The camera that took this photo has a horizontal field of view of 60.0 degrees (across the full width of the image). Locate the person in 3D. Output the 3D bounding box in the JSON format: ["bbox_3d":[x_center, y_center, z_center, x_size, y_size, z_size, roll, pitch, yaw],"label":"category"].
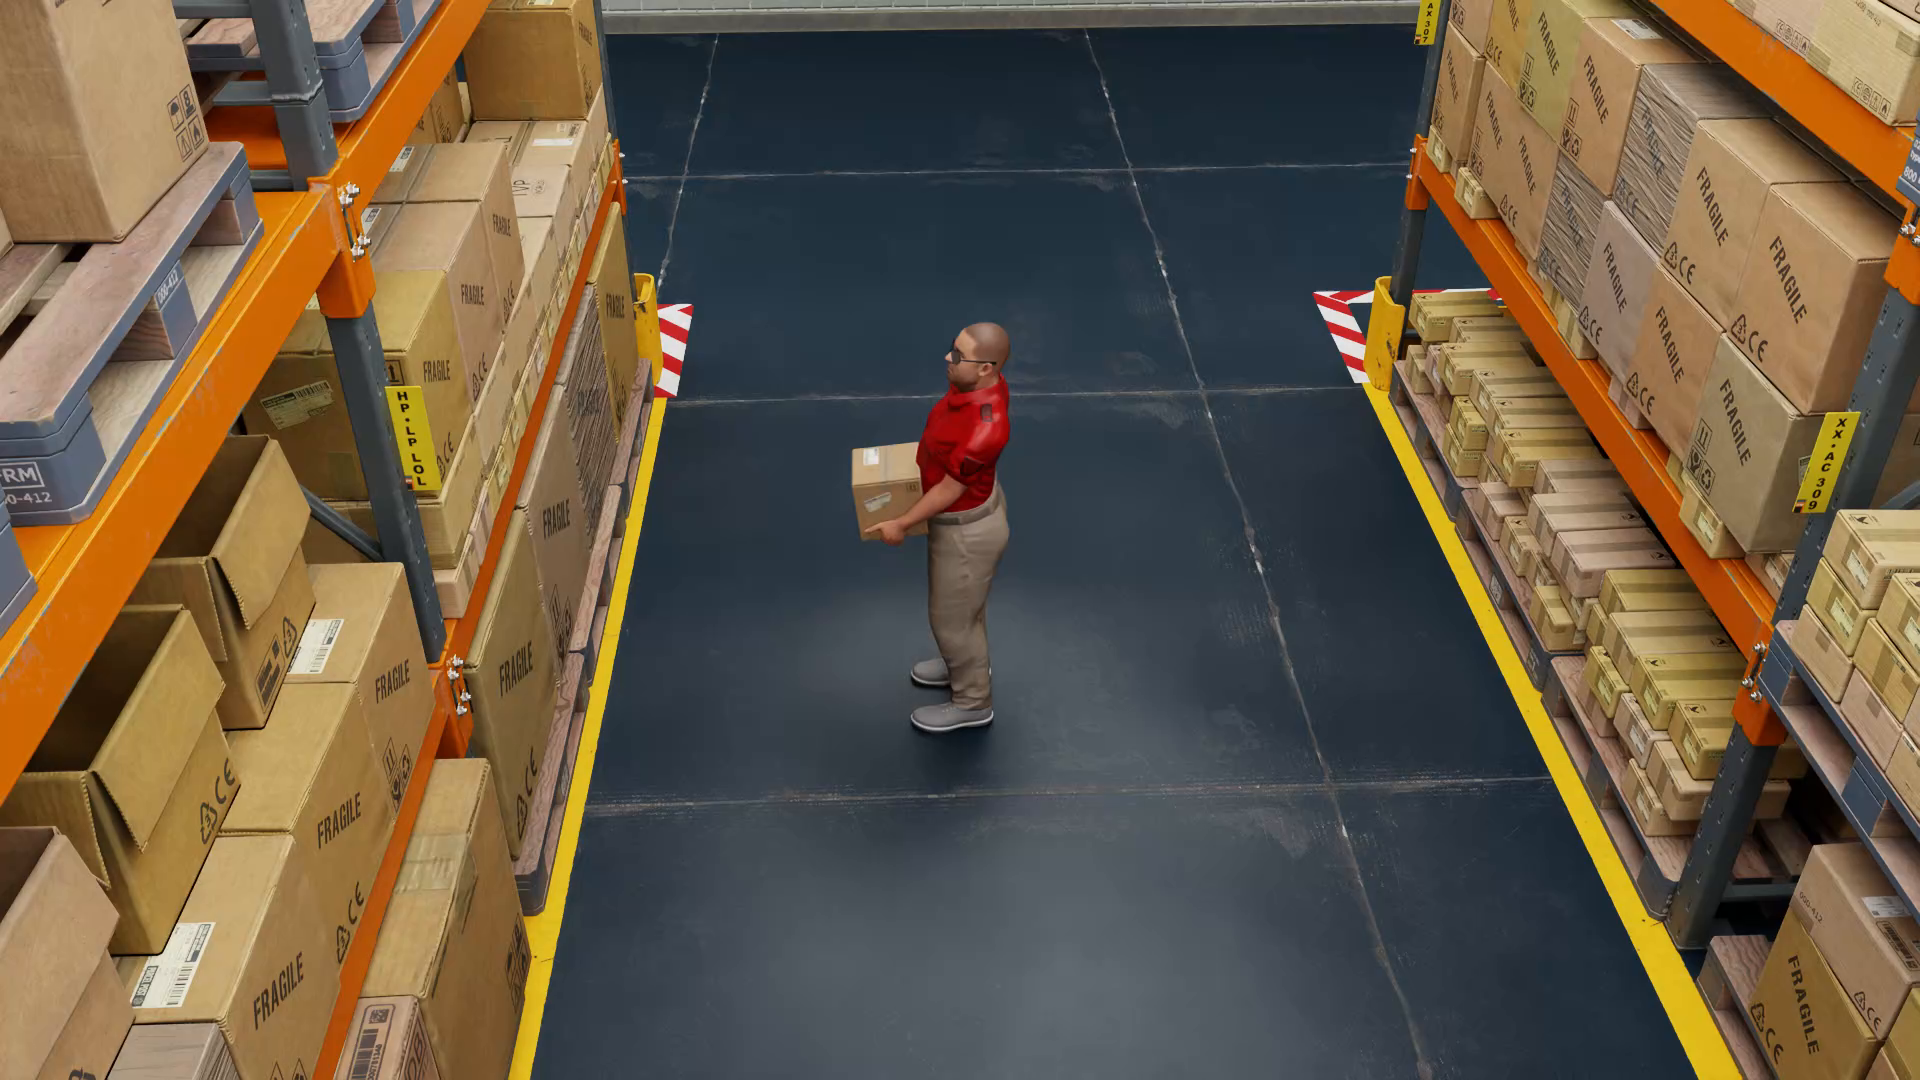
[{"bbox_3d":[-0.084,-0.044,6.232,0.537,1.712,0.493,-1,35,-2],"label":"person"}]
